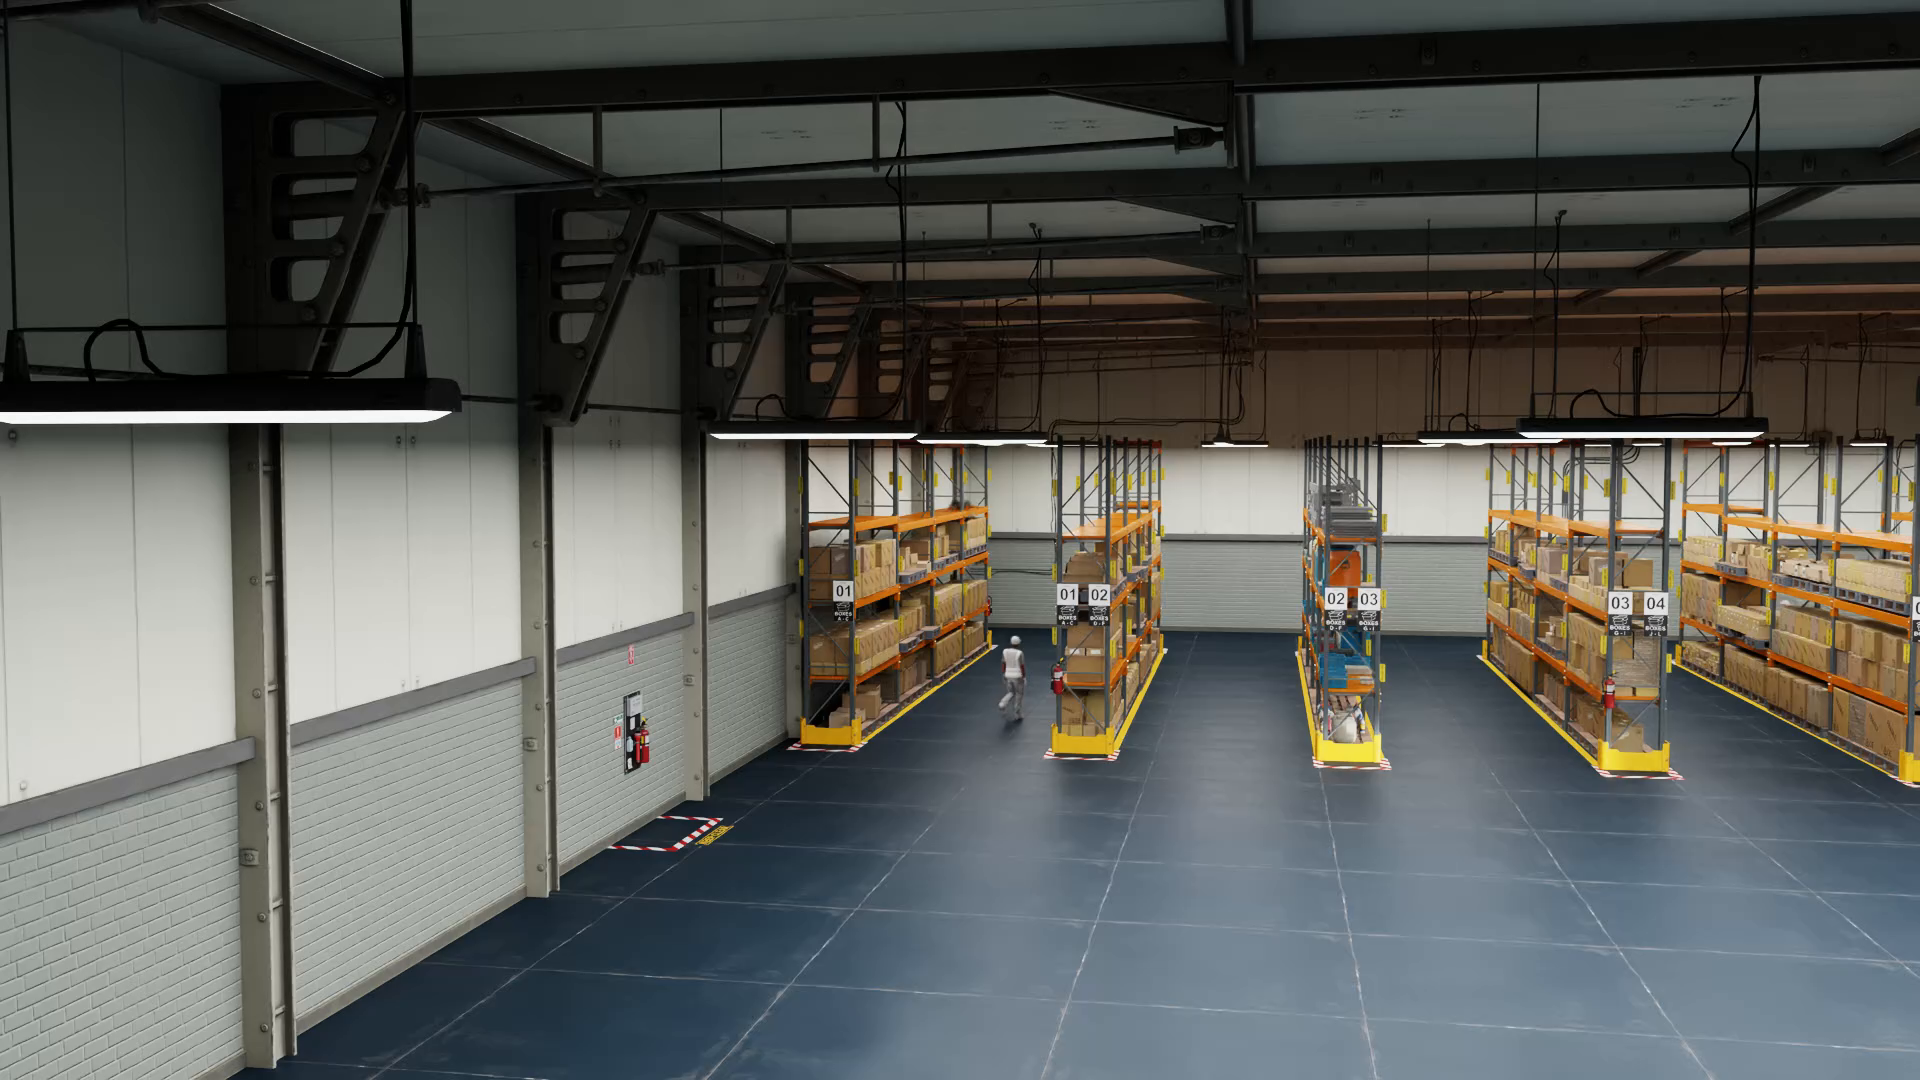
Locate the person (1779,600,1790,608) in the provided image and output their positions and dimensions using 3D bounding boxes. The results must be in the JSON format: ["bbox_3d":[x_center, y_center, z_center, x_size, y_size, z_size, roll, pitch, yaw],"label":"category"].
[{"bbox_3d":[21.774,2.447,44.018,0.745,1.724,1.045,-2,3,-26],"label":"person"}]

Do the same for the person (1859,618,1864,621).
[{"bbox_3d":[22.129,2.704,40.981,0.536,1.561,0.876,-1,3,-11],"label":"person"}]

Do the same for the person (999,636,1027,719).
[{"bbox_3d":[1.128,2.916,35.254,0.566,1.776,0.668,3,4,44],"label":"person"}]
